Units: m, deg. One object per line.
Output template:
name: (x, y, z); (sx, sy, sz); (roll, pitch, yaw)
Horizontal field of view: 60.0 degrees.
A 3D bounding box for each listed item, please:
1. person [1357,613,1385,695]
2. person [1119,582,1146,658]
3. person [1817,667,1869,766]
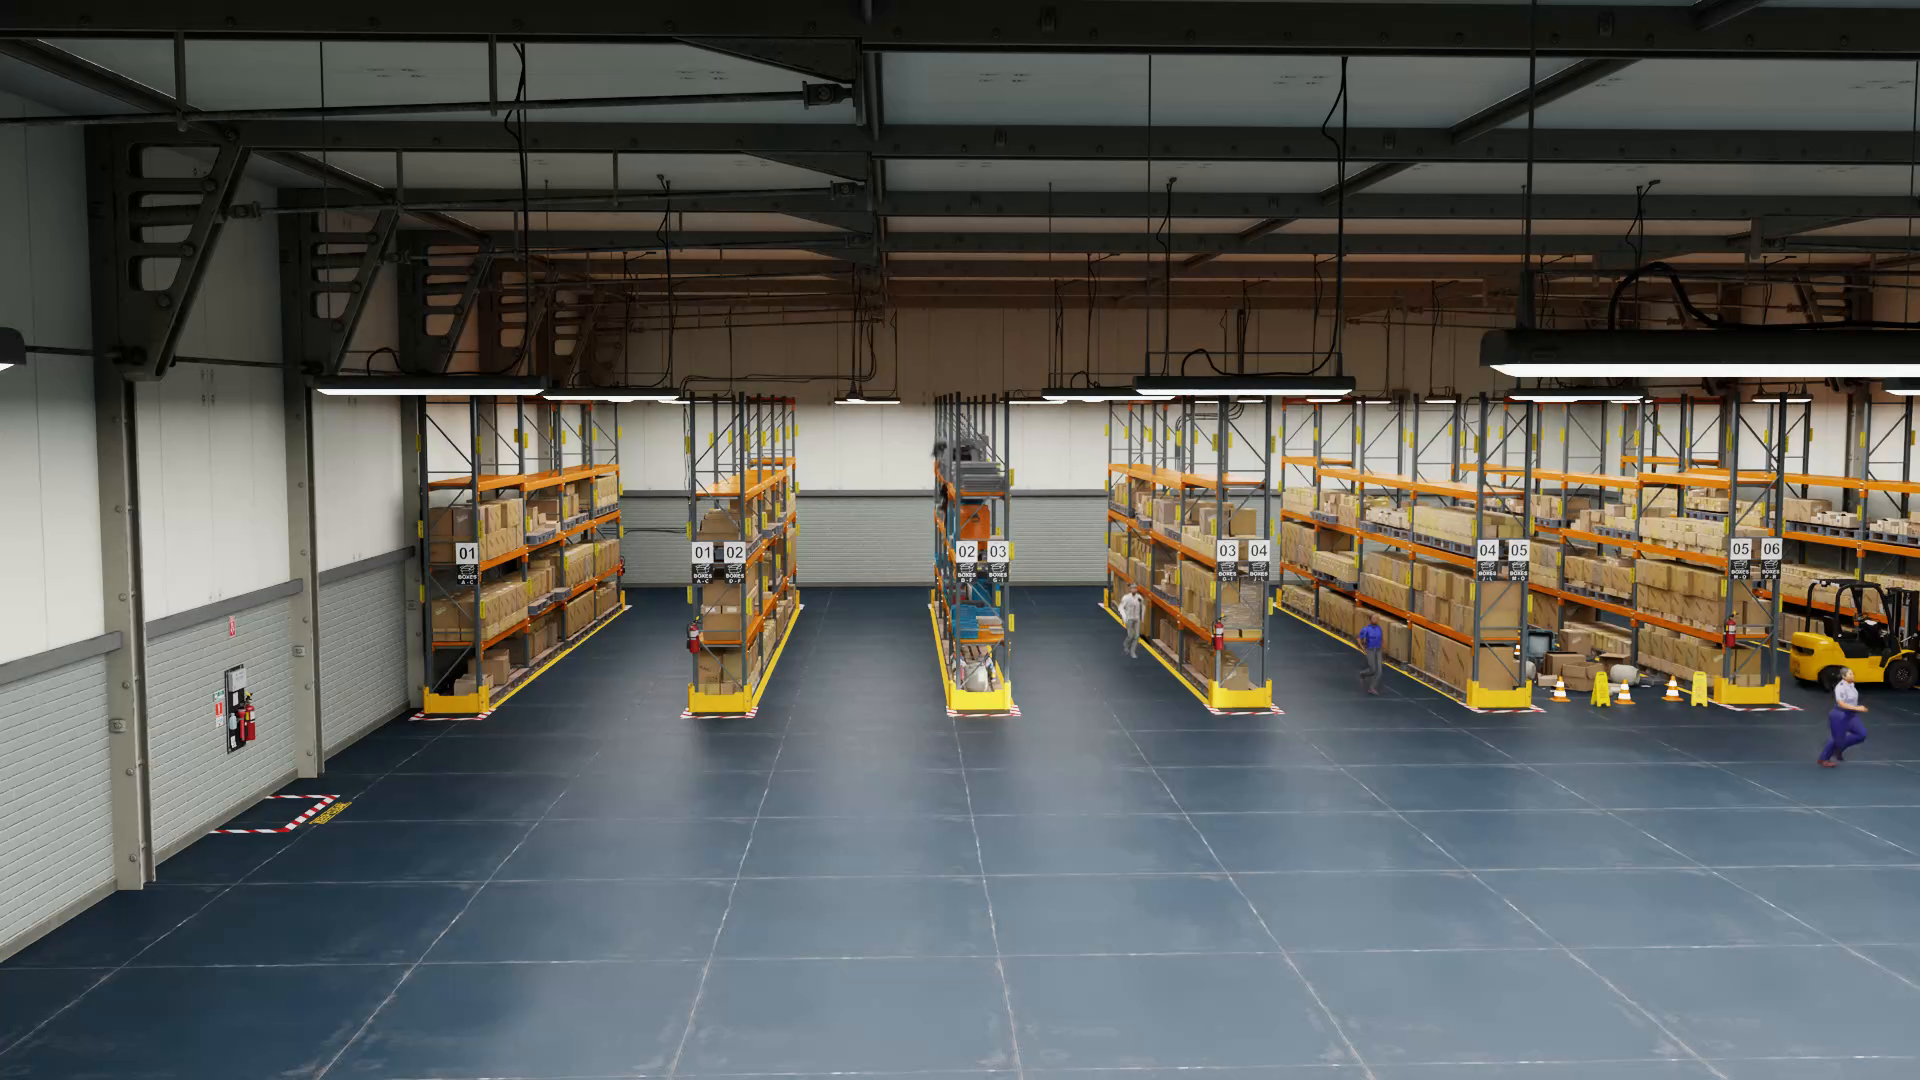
person: (8.240, 2.274, 33.225); (0.581, 1.603, 0.560); (-2, 5, -18)
person: (3.753, 1.718, 36.183); (0.603, 1.659, 0.515); (-1, 5, -11)
person: (14.039, 2.806, 26.357); (0.623, 1.600, 0.726); (-4, 6, -39)
